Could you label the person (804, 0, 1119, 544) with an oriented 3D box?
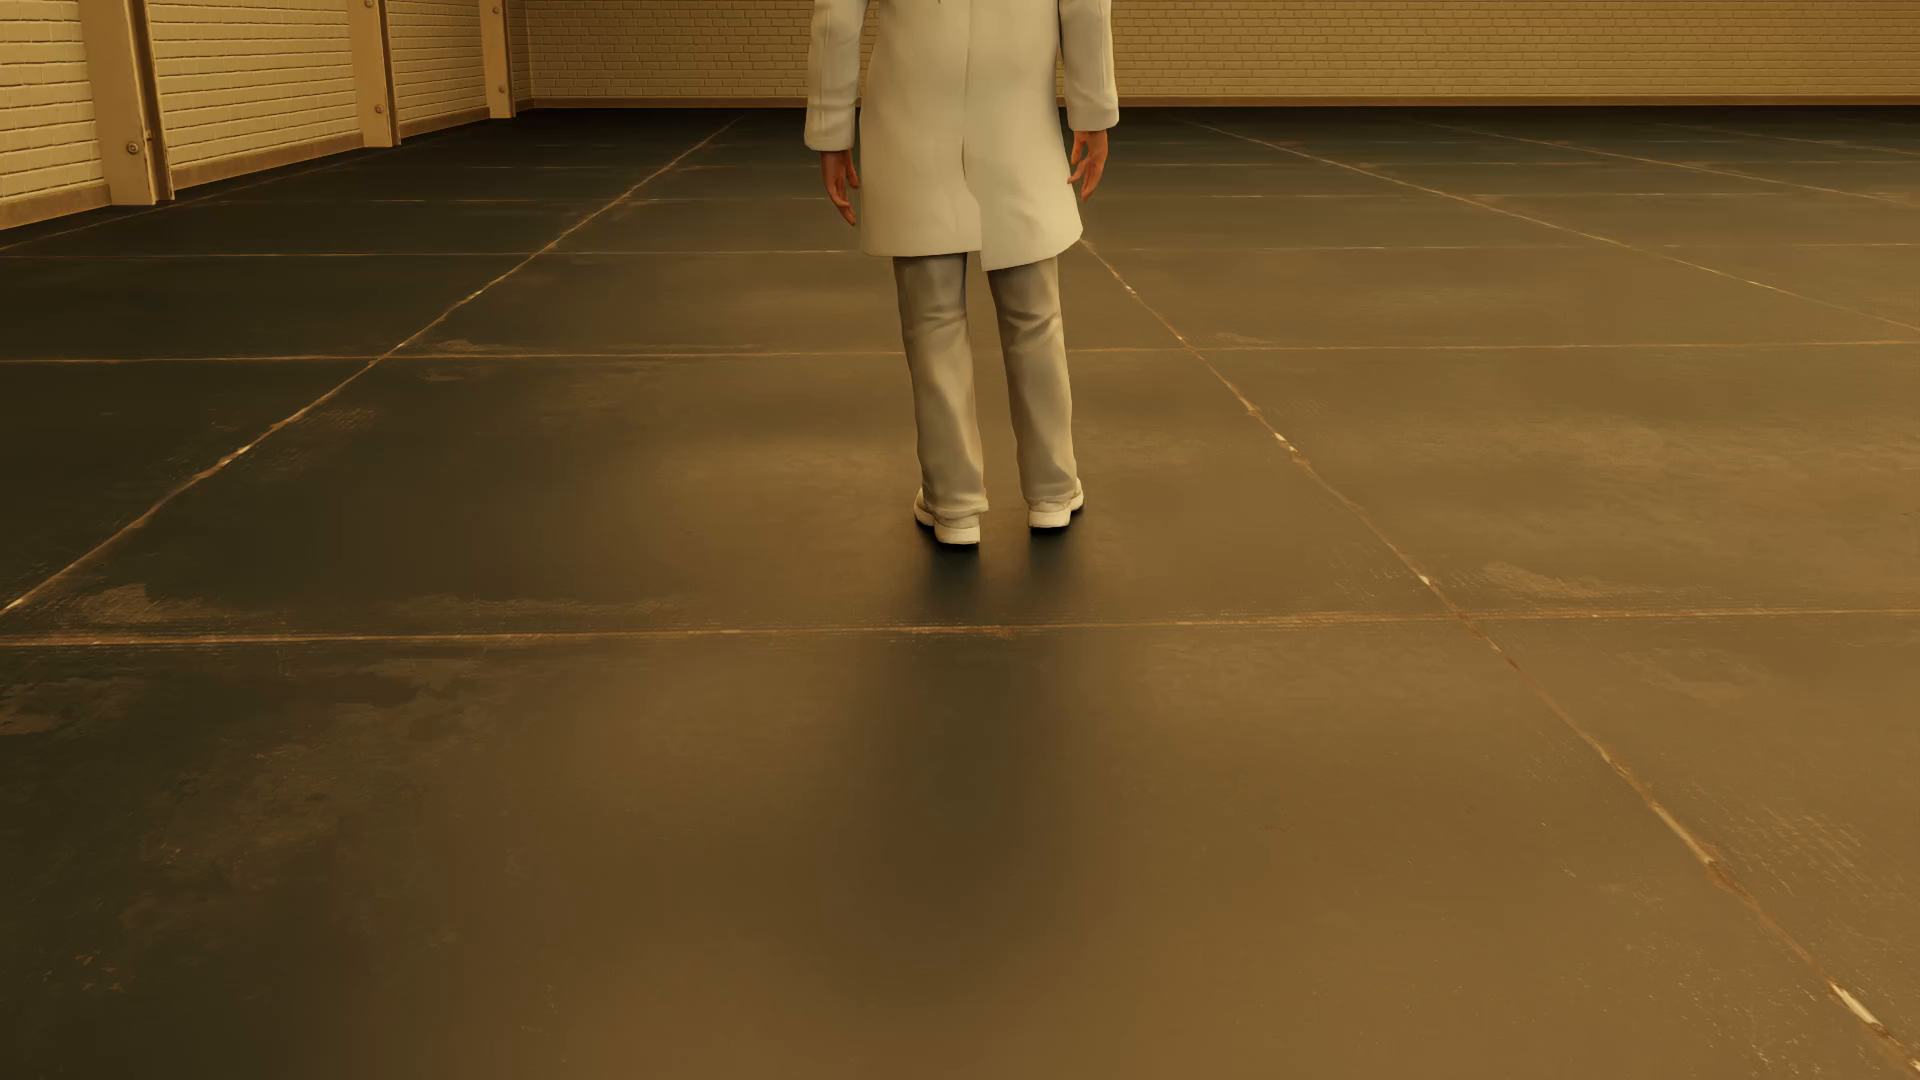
[{"bbox_3d":[0.000,-0.883,3.742,0.696,1.775,0.581,-1,17,-3],"label":"person"}]
